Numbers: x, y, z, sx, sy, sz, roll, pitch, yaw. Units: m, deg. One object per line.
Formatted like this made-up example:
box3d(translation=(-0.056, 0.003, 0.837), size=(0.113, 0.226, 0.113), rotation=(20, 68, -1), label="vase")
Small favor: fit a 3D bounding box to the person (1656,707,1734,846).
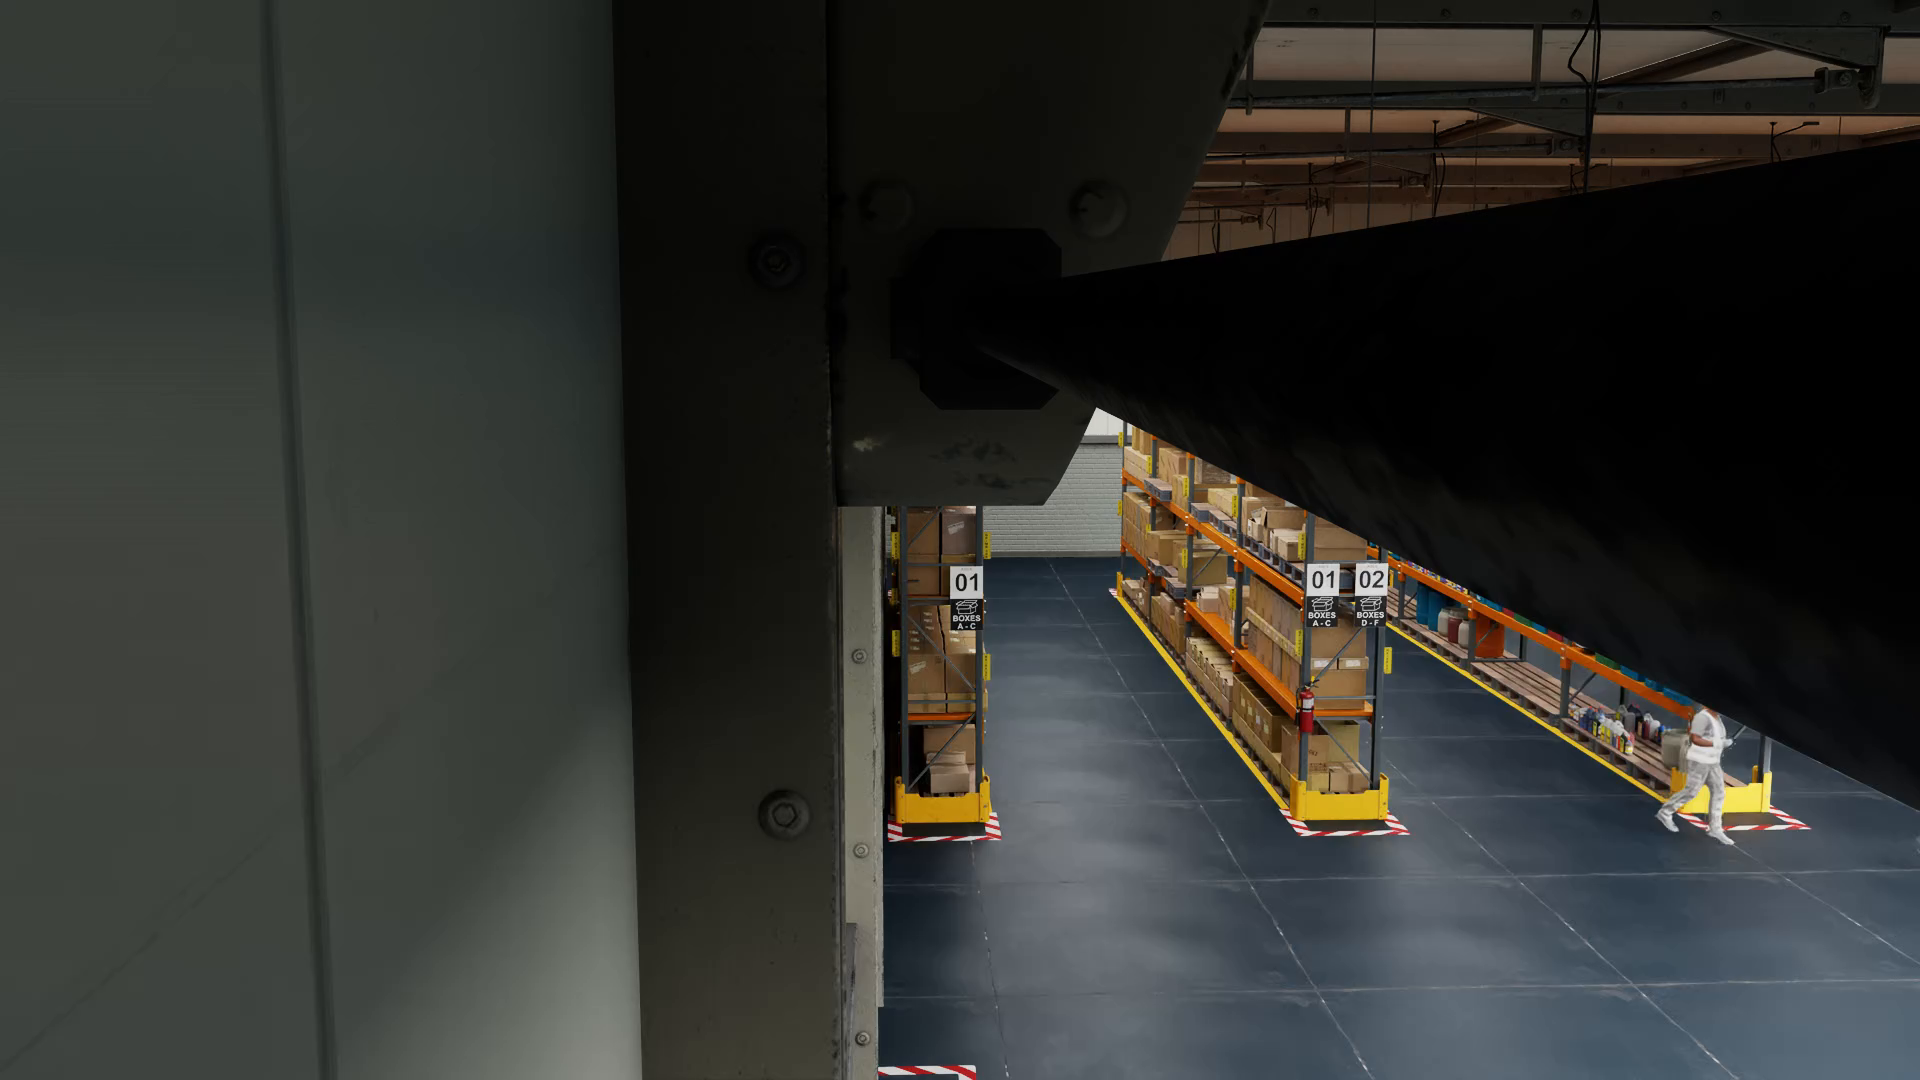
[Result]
box3d(translation=(8.866, 2.666, 19.852), size=(0.686, 1.808, 0.887), rotation=(-8, 11, -43), label="person")
